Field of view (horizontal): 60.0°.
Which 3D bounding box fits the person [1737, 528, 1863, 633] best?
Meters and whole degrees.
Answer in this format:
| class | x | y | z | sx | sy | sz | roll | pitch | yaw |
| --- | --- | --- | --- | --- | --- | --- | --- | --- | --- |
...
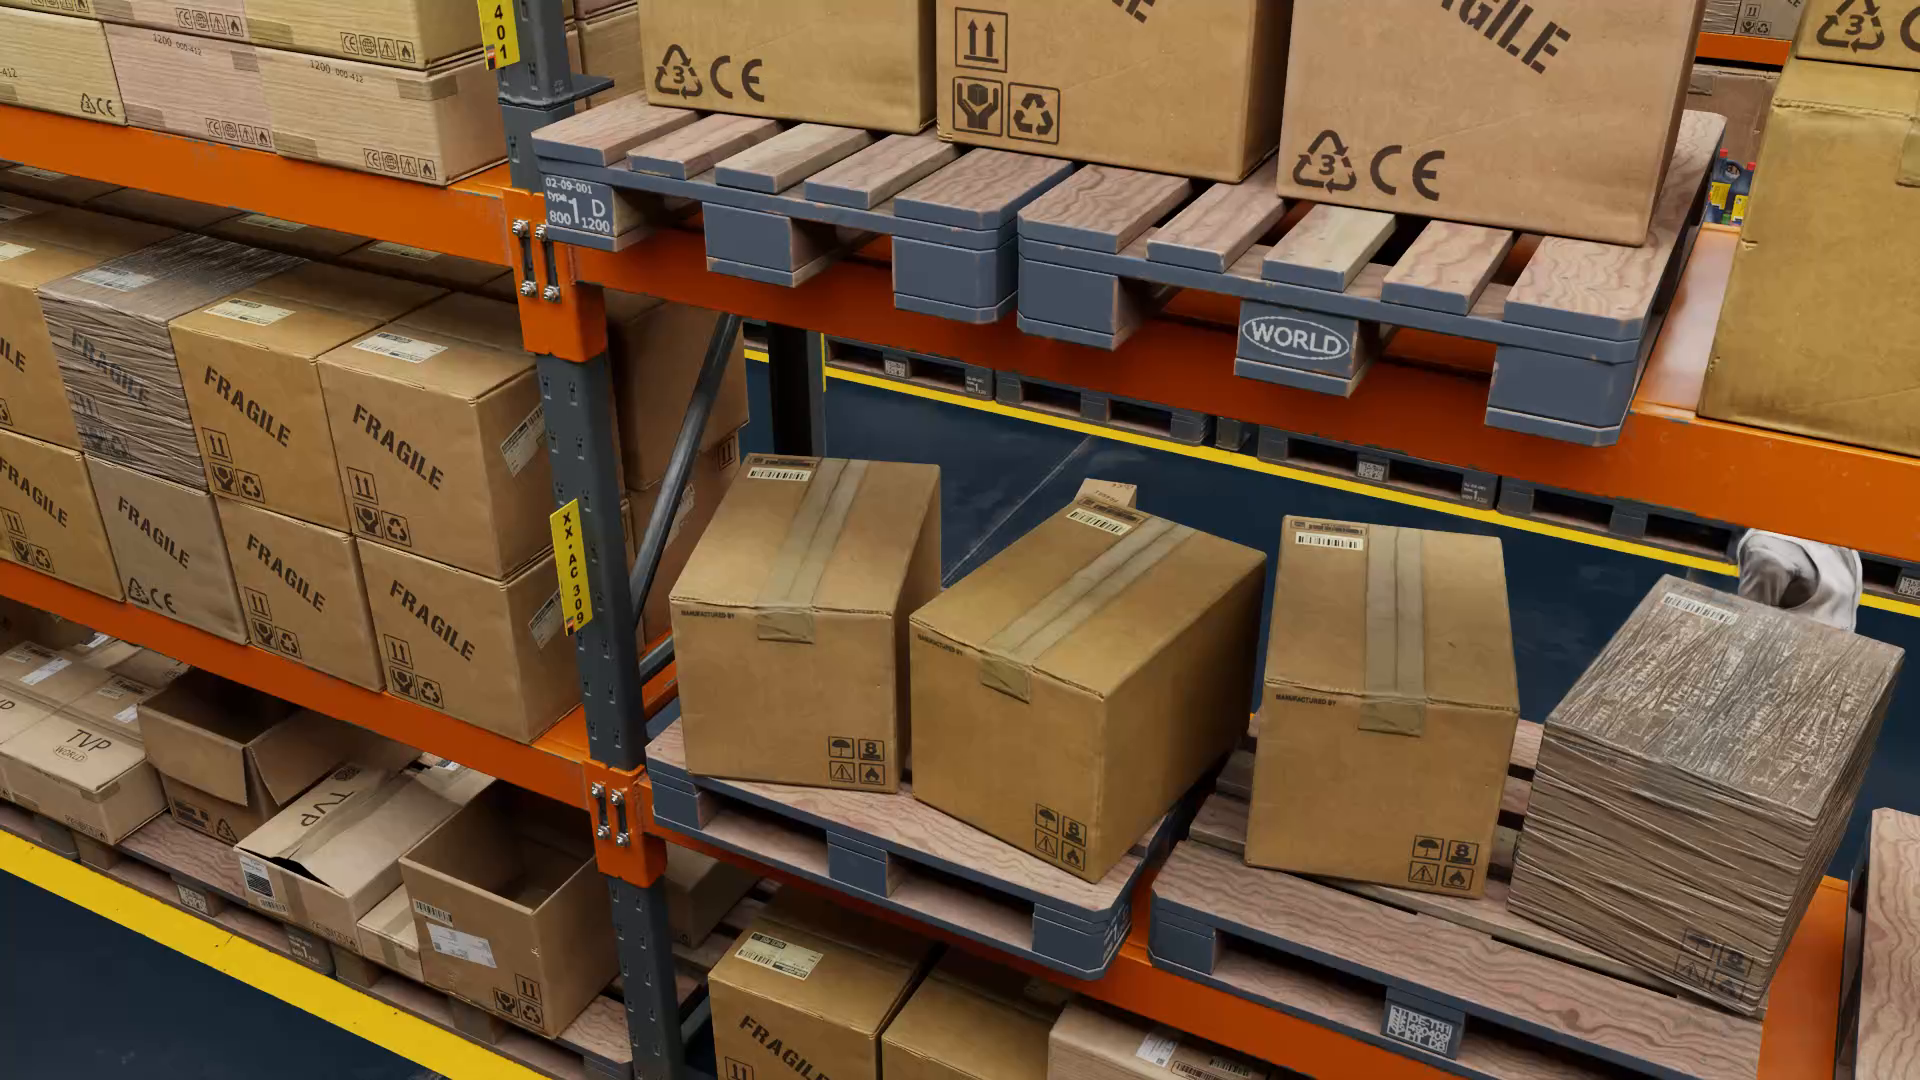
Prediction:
| class | x | y | z | sx | sy | sz | roll | pitch | yaw |
| --- | --- | --- | --- | --- | --- | --- | --- | --- | --- |
| person | 2.644 | 0.509 | 5.344 | 0.456 | 1.472 | 0.453 | 20 | 35 | 30 |
